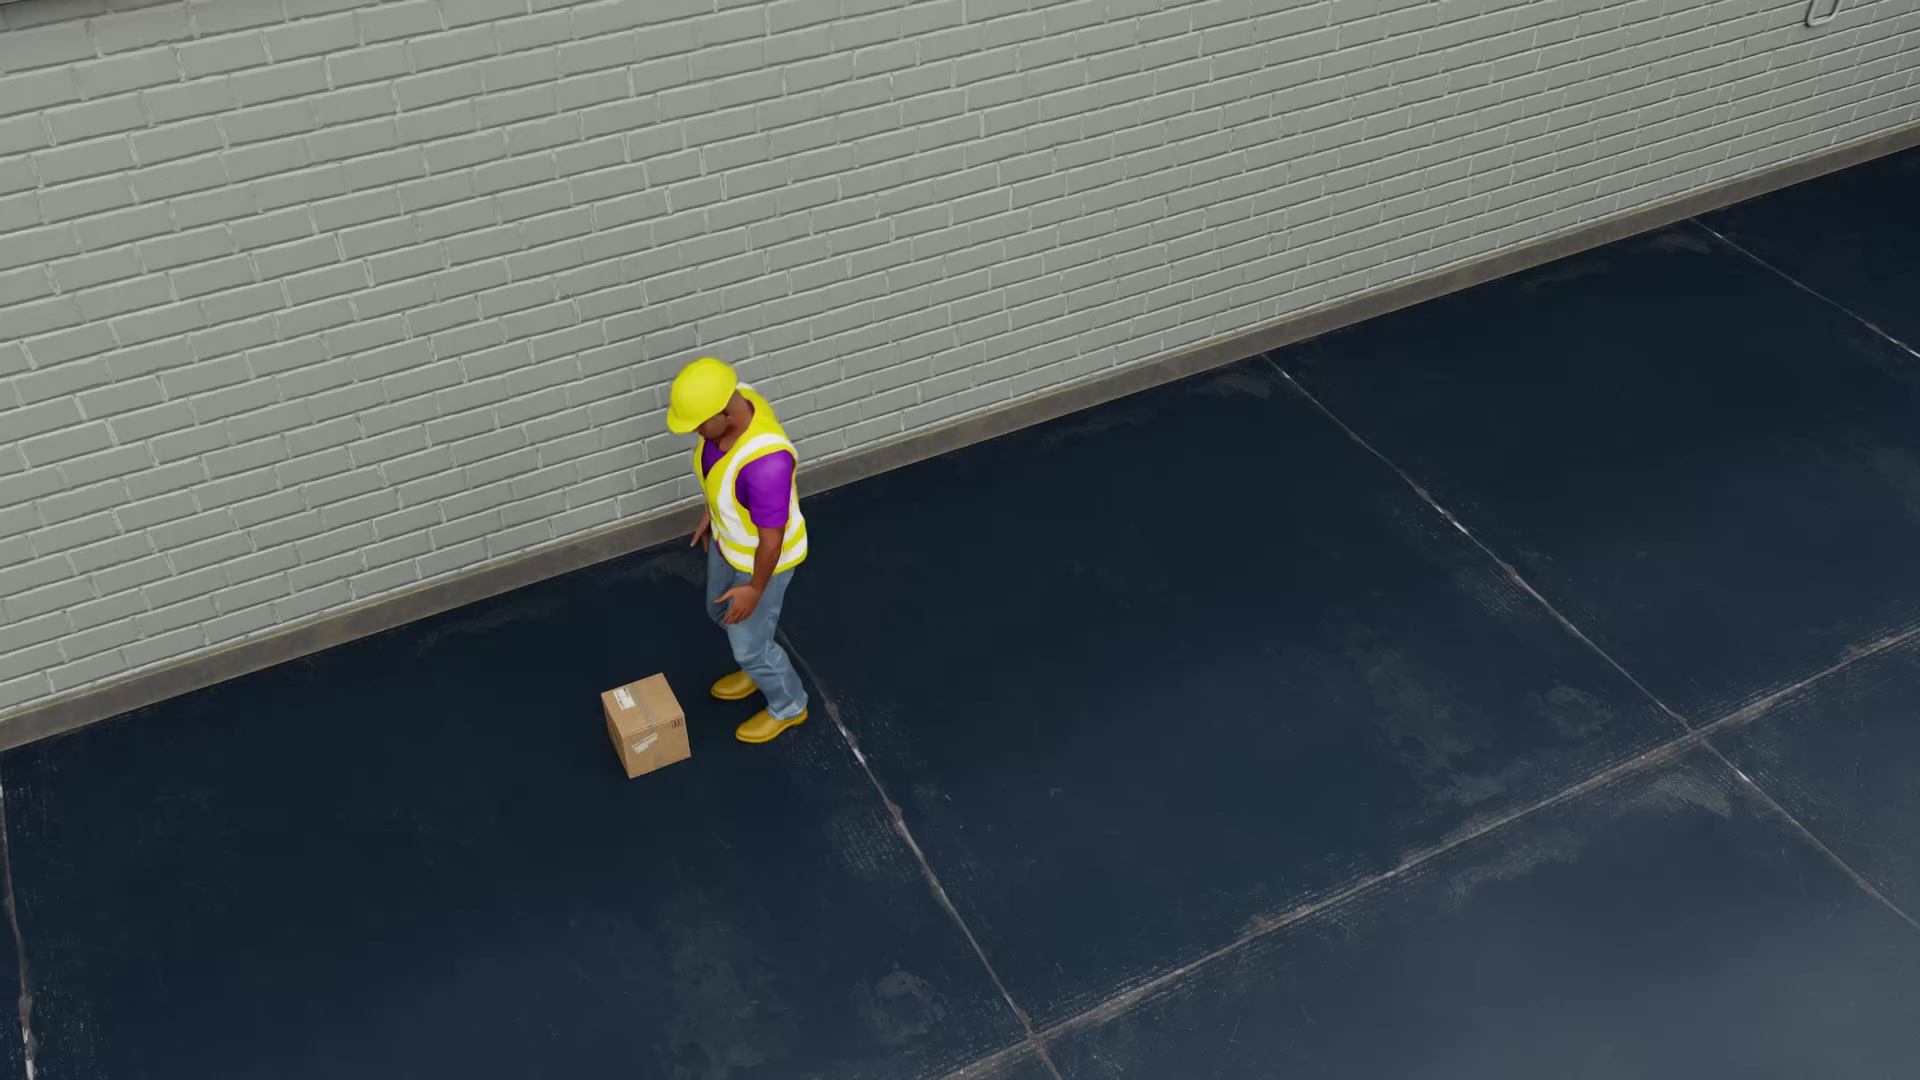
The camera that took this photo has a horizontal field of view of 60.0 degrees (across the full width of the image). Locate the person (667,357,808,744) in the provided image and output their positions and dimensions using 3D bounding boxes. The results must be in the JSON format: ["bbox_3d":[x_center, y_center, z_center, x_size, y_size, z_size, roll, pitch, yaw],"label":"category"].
[{"bbox_3d":[-0.793,0.038,6.129,0.437,1.725,0.588,-18,44,-19],"label":"person"}]
